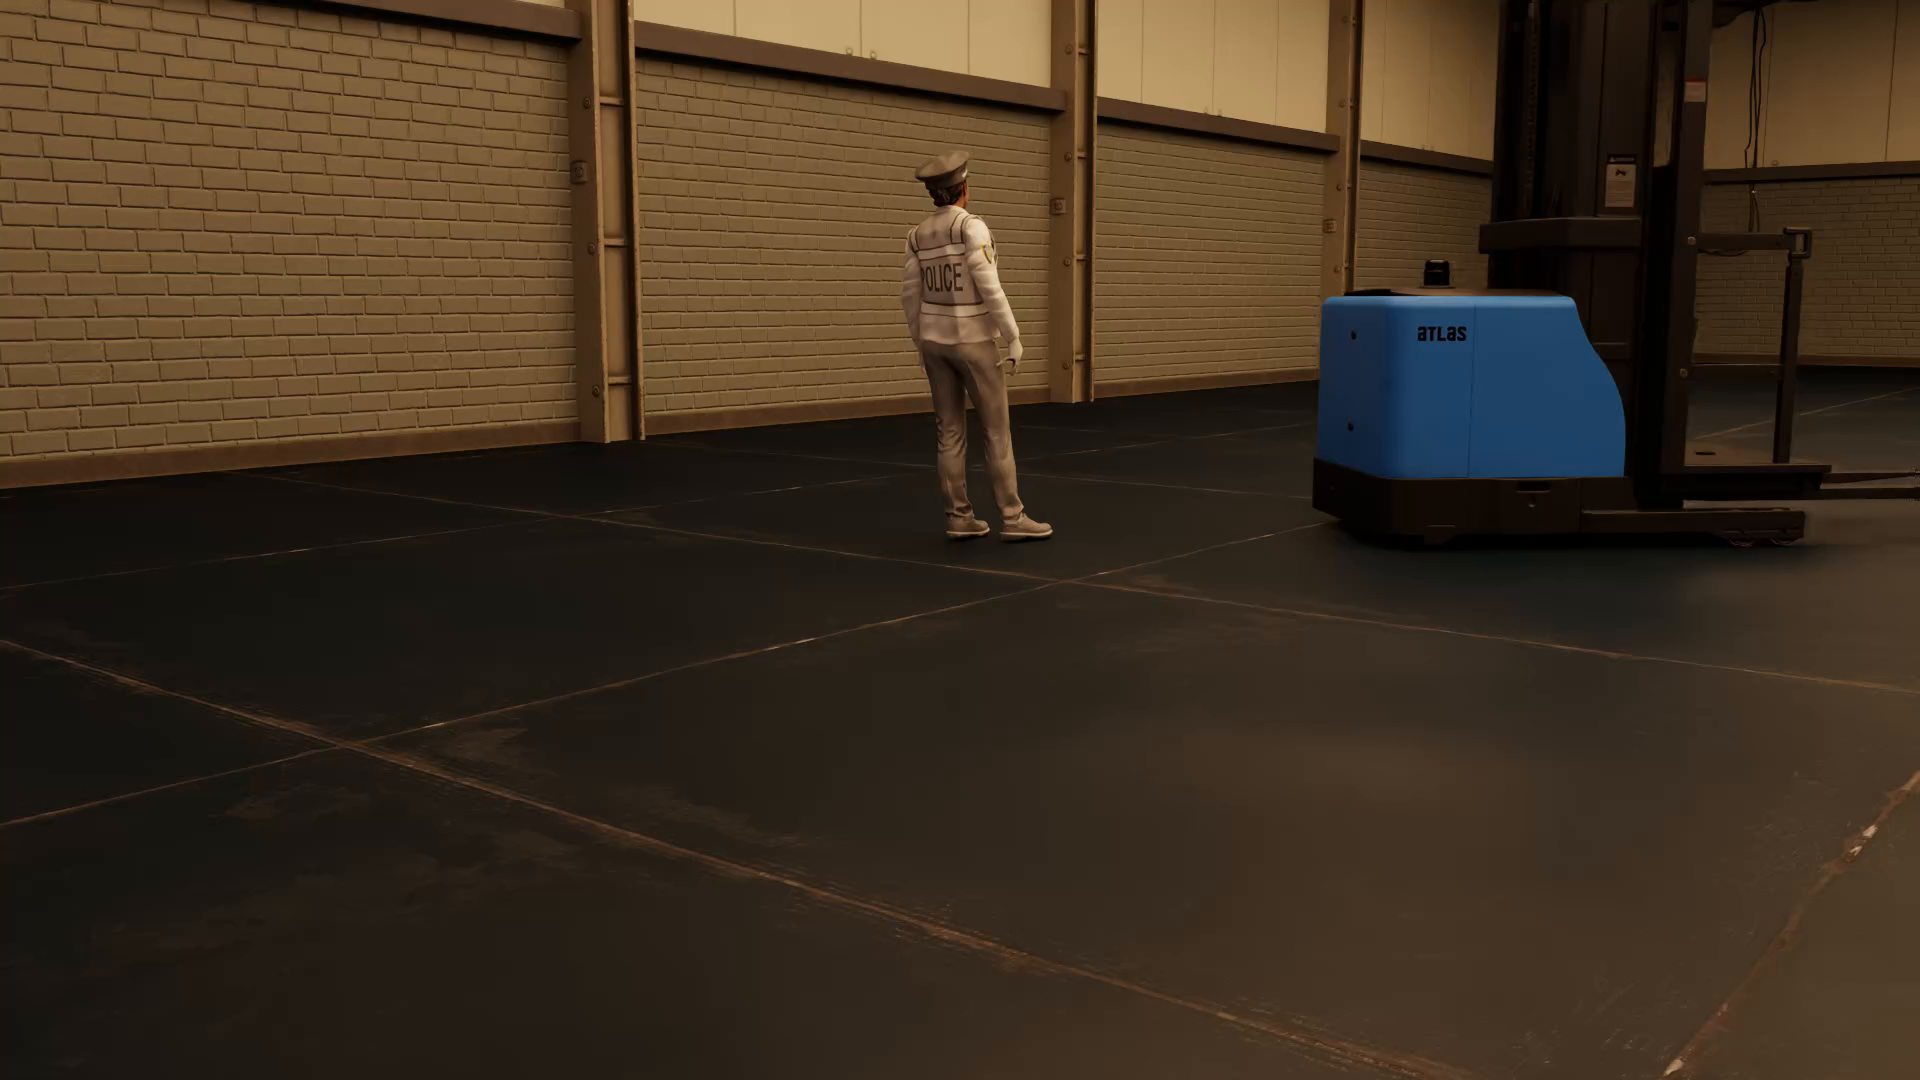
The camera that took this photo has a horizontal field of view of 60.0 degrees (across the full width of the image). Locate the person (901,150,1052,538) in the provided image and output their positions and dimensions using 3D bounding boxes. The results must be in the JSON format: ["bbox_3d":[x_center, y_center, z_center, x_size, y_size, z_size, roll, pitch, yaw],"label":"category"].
[{"bbox_3d":[0.049,-0.853,7.331,0.587,1.694,0.529,7,11,38],"label":"person"}]

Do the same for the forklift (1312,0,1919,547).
[{"bbox_3d":[3.239,-1.494,7.495,3.031,2.935,1.130,-1,8,-6],"label":"forklift"}]
